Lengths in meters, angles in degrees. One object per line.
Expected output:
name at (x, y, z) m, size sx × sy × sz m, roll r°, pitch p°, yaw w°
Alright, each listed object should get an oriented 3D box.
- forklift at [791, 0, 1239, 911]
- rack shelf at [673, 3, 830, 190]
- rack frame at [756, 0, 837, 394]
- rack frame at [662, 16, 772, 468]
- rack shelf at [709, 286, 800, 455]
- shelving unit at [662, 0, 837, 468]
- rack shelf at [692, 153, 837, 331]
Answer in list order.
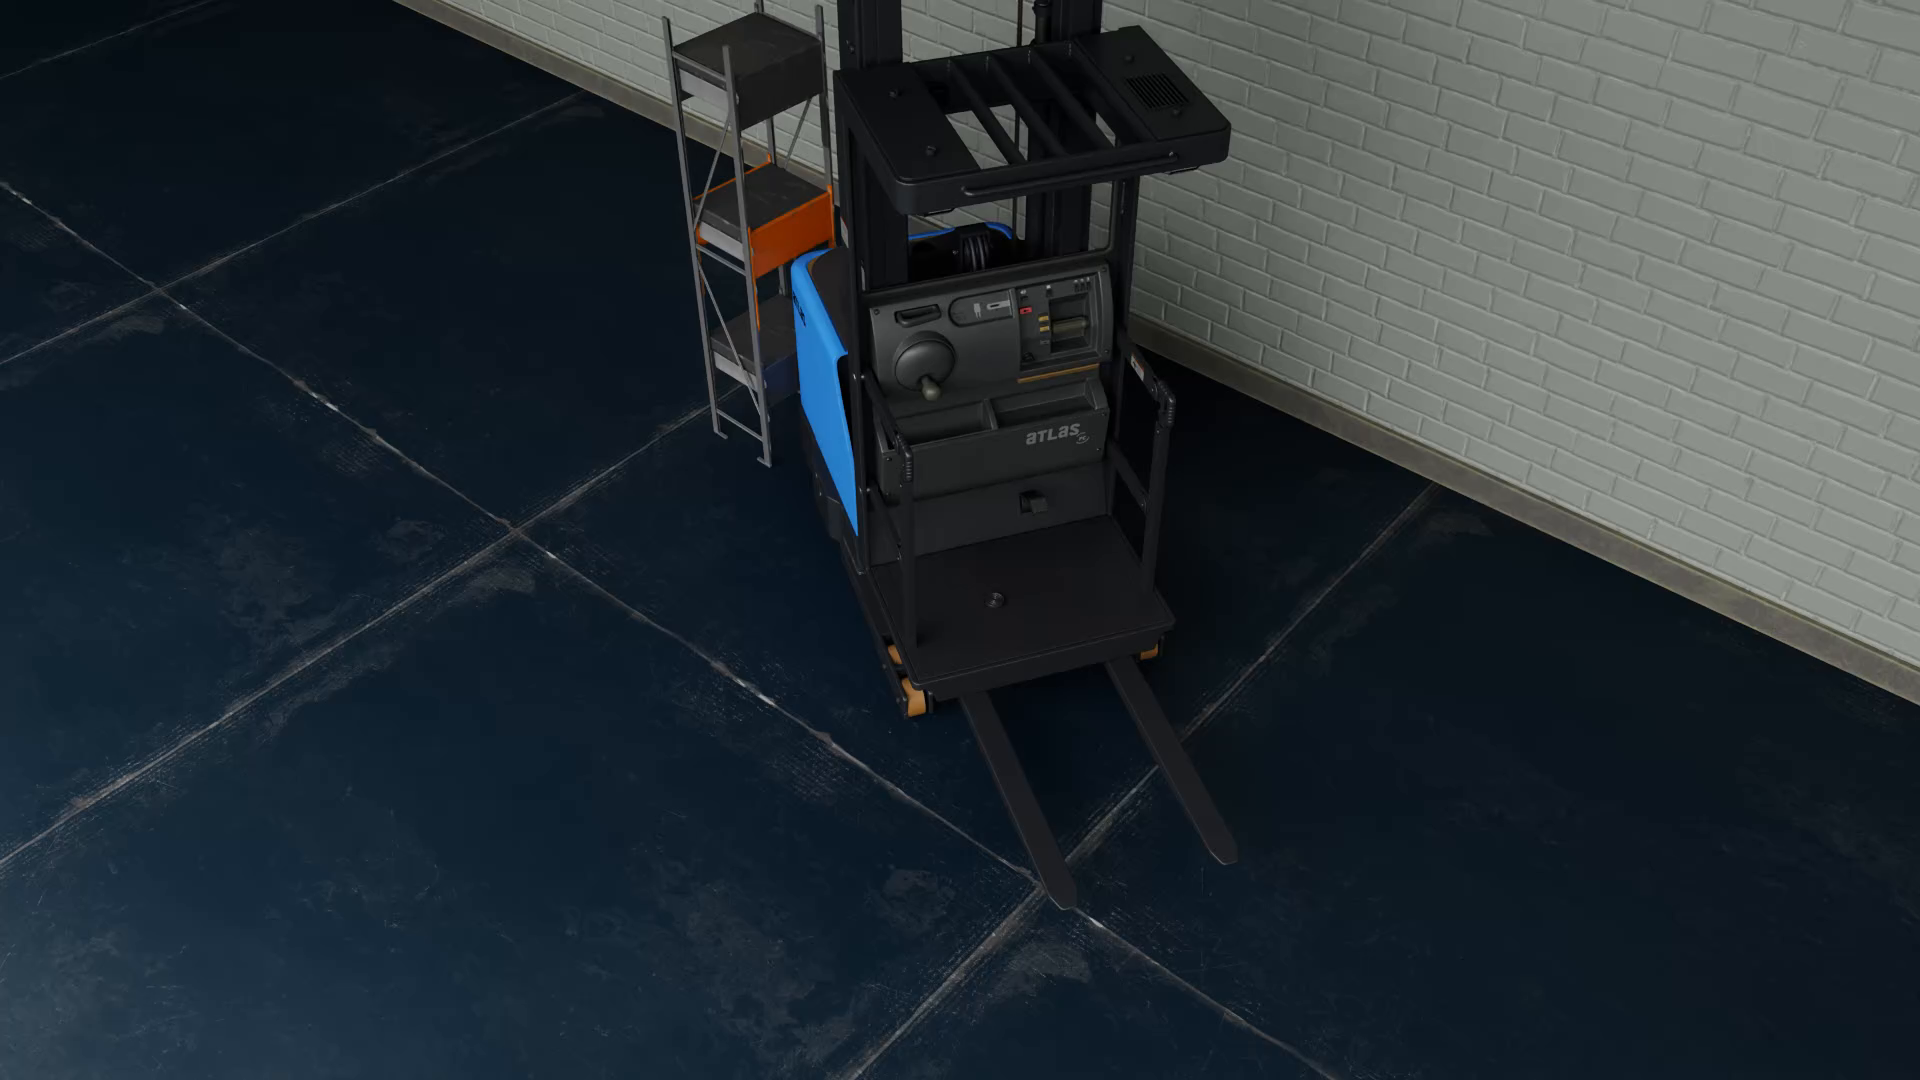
forklift at (0.194, -0.687, 6.009) m, size 1.130 × 2.935 × 3.031 m, roll -12°, pitch 44°, yaw -13°
rack shelf at (-0.866, -1.837, 6.872) m, size 0.431 × 0.518 × 0.480 m, roll 32°, pitch 51°, yaw 30°
rack frame at (-0.700, -1.450, 7.466) m, size 0.400 × 2.100 × 0.015 m, roll 32°, pitch 51°, yaw 30°
rack frame at (-1.033, -1.210, 7.202) m, size 0.400 × 2.100 × 0.015 m, roll 32°, pitch 51°, yaw 30°
rack shelf at (-0.866, -0.802, 7.814) m, size 0.431 × 0.518 × 0.480 m, roll 32°, pitch 51°, yaw 30°
shelving unit at (-0.866, -1.330, 7.334) m, size 0.431 × 2.100 × 0.503 m, roll 32°, pitch 51°, yaw 30°
rack shelf at (-0.866, -1.320, 7.343) m, size 0.431 × 0.518 × 0.480 m, roll 32°, pitch 51°, yaw 30°
